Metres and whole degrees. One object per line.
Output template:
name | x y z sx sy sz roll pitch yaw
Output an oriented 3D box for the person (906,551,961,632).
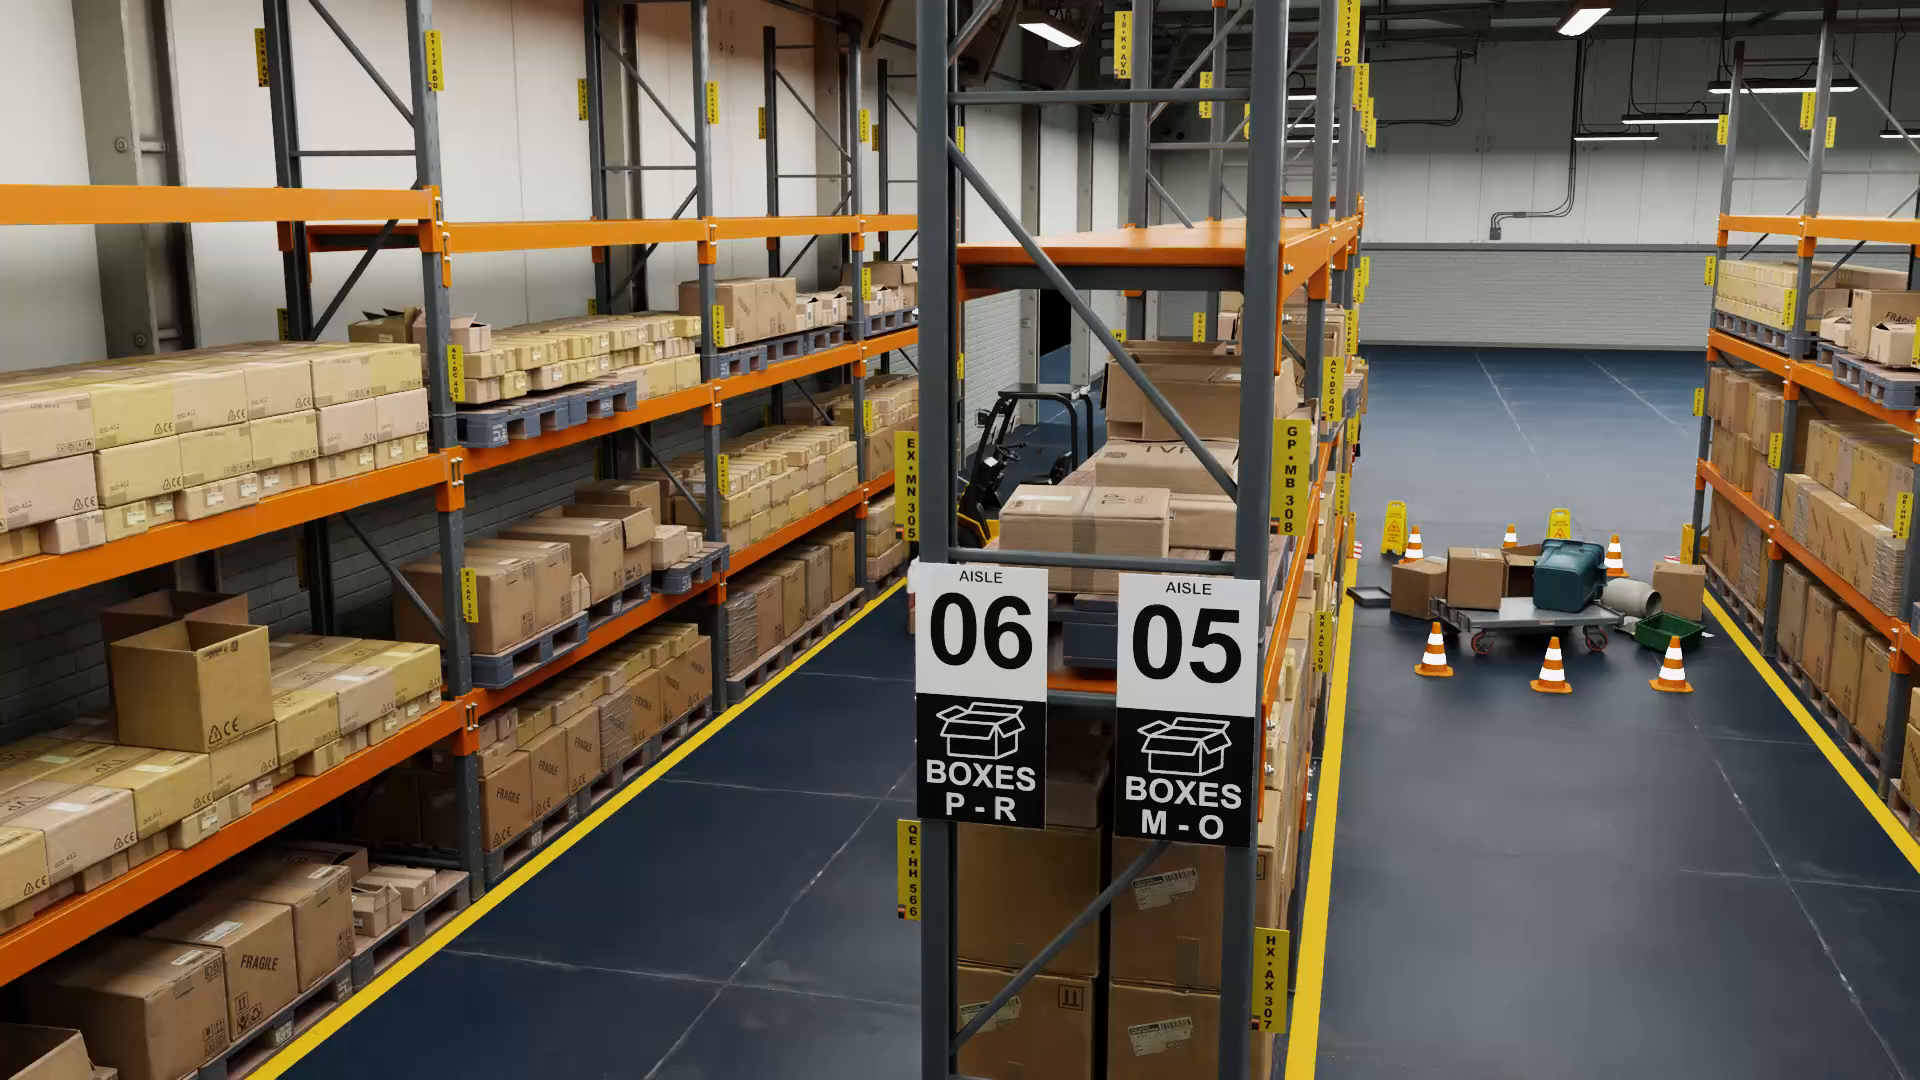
person | -0.254 0.486 16.964 0.523 0.820 0.974 3 12 14
